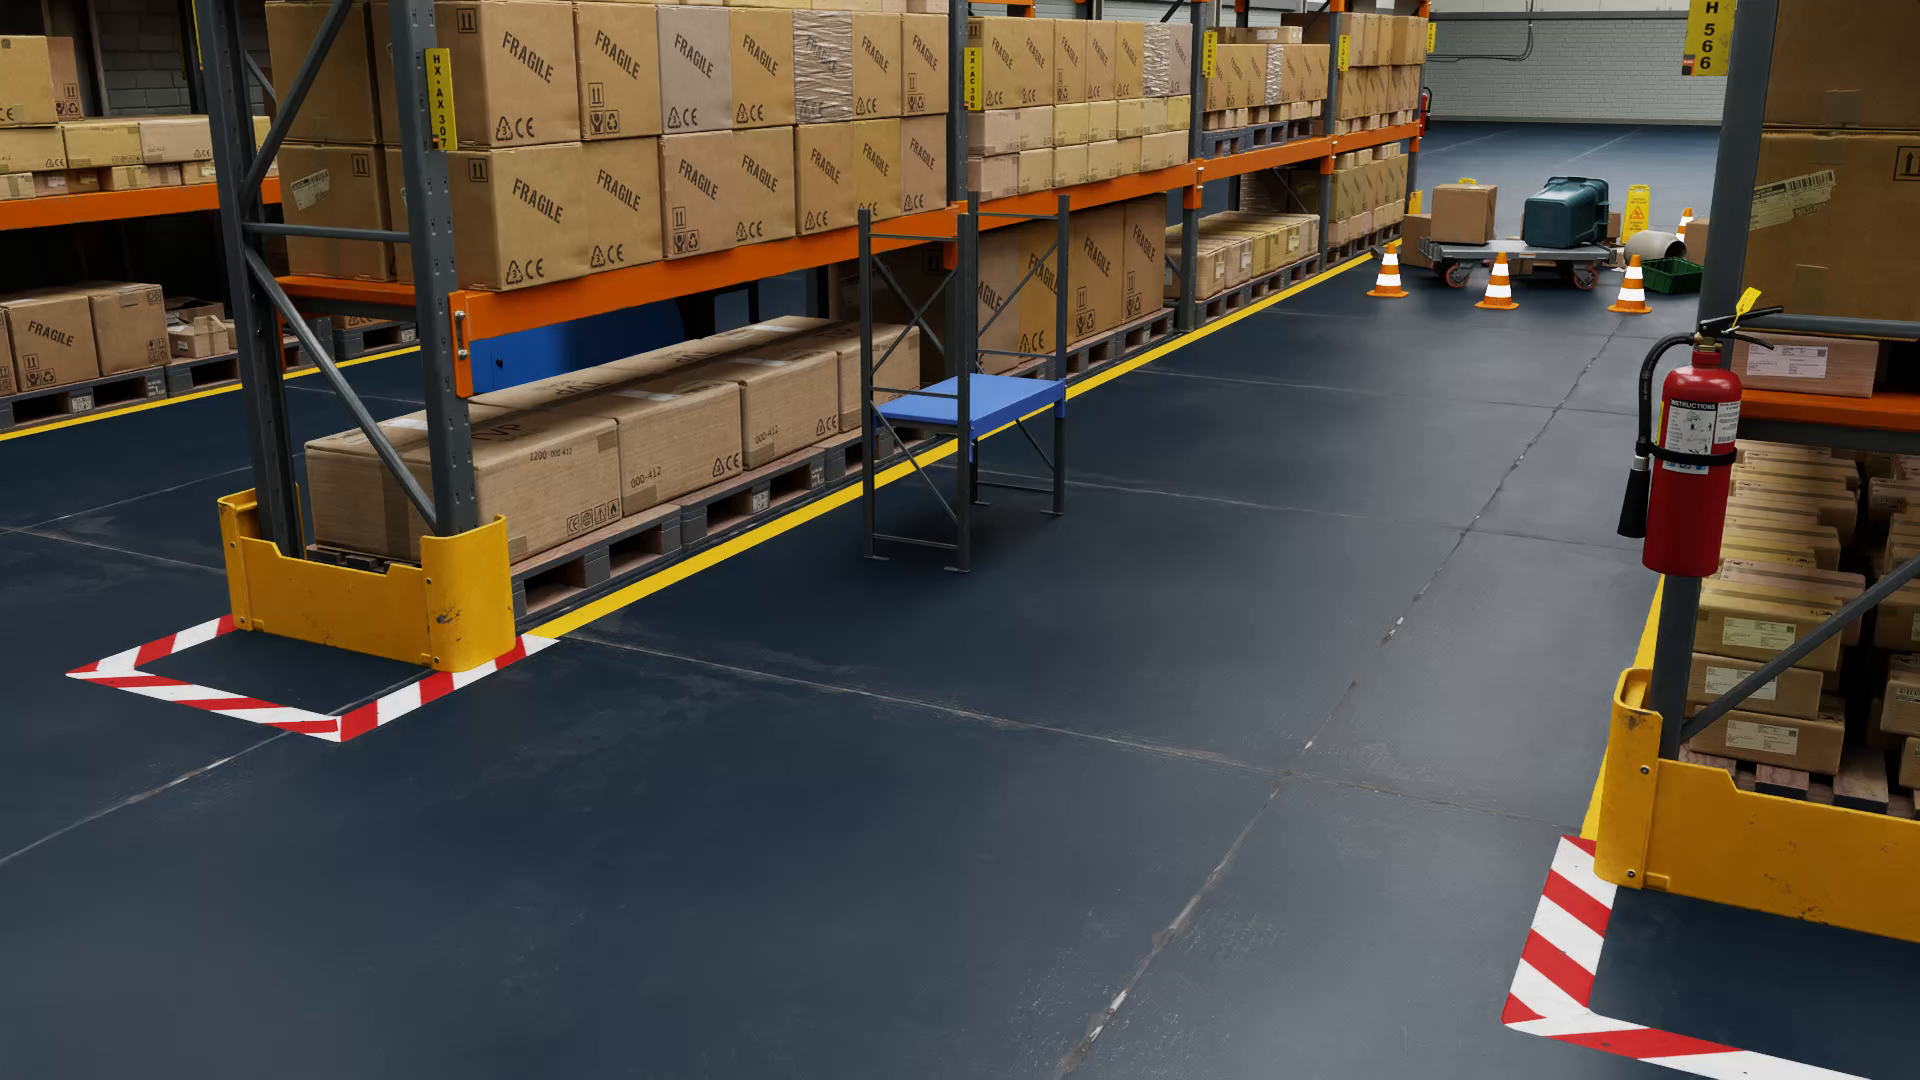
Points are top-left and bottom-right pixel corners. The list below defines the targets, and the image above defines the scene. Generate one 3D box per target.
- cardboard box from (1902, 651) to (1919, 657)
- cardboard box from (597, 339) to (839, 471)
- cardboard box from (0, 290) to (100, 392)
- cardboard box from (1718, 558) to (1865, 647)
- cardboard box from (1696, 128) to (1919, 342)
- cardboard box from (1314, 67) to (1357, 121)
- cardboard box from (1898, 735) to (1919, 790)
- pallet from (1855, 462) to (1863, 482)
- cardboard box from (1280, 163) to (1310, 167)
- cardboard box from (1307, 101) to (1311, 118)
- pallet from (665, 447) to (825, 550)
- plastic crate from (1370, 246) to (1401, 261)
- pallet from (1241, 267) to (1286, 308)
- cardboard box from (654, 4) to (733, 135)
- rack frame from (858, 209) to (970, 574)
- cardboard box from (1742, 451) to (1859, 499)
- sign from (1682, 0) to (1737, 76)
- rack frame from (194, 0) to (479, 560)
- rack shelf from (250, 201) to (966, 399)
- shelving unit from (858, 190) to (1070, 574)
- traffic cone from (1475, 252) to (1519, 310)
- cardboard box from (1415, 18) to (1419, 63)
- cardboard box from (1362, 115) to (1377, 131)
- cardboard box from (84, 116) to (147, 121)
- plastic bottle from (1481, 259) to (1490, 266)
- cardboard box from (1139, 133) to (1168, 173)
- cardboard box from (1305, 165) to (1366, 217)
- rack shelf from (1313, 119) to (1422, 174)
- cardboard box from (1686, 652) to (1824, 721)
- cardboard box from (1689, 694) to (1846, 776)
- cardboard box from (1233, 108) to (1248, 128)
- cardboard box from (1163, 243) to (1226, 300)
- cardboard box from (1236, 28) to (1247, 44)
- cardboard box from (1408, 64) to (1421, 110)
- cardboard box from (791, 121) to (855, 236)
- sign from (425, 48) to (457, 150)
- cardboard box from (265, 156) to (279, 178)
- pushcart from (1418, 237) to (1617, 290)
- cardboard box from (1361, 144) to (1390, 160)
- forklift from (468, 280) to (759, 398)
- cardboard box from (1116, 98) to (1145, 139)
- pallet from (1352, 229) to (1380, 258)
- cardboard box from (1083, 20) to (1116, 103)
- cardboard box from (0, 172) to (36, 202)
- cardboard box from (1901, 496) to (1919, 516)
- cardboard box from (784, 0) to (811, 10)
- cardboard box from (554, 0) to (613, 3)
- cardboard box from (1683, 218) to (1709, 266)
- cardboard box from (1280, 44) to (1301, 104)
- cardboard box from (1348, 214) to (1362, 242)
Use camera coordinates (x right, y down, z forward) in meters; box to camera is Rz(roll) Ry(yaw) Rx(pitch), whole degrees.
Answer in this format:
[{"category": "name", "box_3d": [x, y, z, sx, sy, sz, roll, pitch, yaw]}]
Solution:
[{"category": "cardboard box", "box_3d": [2.894, 0.382, 4.717, 0.380, 0.149, 0.250, 8, 18, 25]}, {"category": "cardboard box", "box_3d": [-1.205, -0.699, 8.372, 0.875, 0.438, 0.875, 8, 18, 24]}, {"category": "cardboard box", "box_3d": [-5.558, -1.194, 9.927, 0.500, 0.500, 0.500, 8, 19, 26]}, {"category": "cardboard box", "box_3d": [2.431, 0.179, 4.879, 0.380, 0.149, 0.250, 8, 19, 26]}, {"category": "cardboard box", "box_3d": [2.228, -0.815, 4.303, 0.500, 0.500, 0.500, 9, 19, 26]}, {"category": "cardboard box", "box_3d": [3.592, -4.405, 16.390, 0.500, 0.500, 0.500, 8, 18, 25]}, {"category": "cardboard box", "box_3d": [2.778, 0.595, 4.522, 0.380, 0.149, 0.250, 9, 19, 26]}, {"category": "pallet", "box_3d": [4.391, -0.358, 8.359, 1.003, 0.211, 1.213, 8, 18, 25]}, {"category": "cardboard box", "box_3d": [3.396, -3.695, 17.473, 0.500, 0.500, 0.500, 8, 19, 26]}, {"category": "cardboard box", "box_3d": [3.029, -3.988, 15.386, 0.380, 0.149, 0.250, 8, 18, 24]}, {"category": "pallet", "box_3d": [-1.382, -0.268, 8.056, 1.003, 0.211, 1.213, 8, 18, 25]}, {"category": "plastic crate", "box_3d": [4.581, -3.034, 17.599, 0.402, 0.080, 0.583, 2, 17, 6]}, {"category": "pallet", "box_3d": [2.255, -2.291, 14.867, 1.003, 0.211, 1.213, 8, 18, 25]}, {"category": "cardboard box", "box_3d": [-1.299, -1.959, 6.921, 0.500, 0.500, 0.500, 8, 18, 25]}, {"category": "rack frame", "box_3d": [-0.189, -0.611, 6.948, 0.500, 1.500, 0.032, 8, 18, 25]}, {"category": "cardboard box", "box_3d": [3.130, -0.218, 6.214, 0.380, 0.149, 0.250, 7, 18, 23]}, {"category": "sign", "box_3d": [1.770, -1.260, 3.909, 0.100, 0.325, 0.005, 8, 18, 25]}, {"category": "rack frame", "box_3d": [-2.216, -1.082, 5.897, 1.000, 3.000, 0.127, 8, 18, 25]}, {"category": "rack shelf", "box_3d": [-1.322, -1.246, 7.715, 1.077, 0.370, 4.000, 8, 18, 25]}, {"category": "shelving unit", "box_3d": [0.038, -0.741, 7.384, 0.538, 1.500, 1.048, 8, 18, 25]}, {"category": "traffic cone", "box_3d": [4.609, -2.227, 14.209, 0.336, 0.463, 0.334, 8, 18, 25]}, {"category": "cardboard box", "box_3d": [4.668, -5.541, 18.457, 0.700, 0.500, 0.500, 8, 18, 26]}, {"category": "cardboard box", "box_3d": [4.154, -4.382, 17.450, 0.380, 0.149, 0.250, 8, 18, 26]}, {"category": "cardboard box", "box_3d": [-5.552, -2.581, 10.688, 0.500, 0.250, 0.500, 8, 18, 25]}, {"category": "plastic bottle", "box_3d": [5.400, -2.820, 16.910, 0.133, 0.061, 0.283, 12, 20, 35]}, {"category": "cardboard box", "box_3d": [1.151, -2.753, 11.790, 0.500, 0.250, 0.500, 8, 19, 26]}, {"category": "cardboard box", "box_3d": [3.880, -3.635, 17.268, 0.500, 0.500, 0.500, 9, 19, 28]}, {"category": "rack shelf", "box_3d": [4.040, -4.303, 18.006, 1.077, 0.370, 4.000, 8, 18, 25]}, {"category": "cardboard box", "box_3d": [2.238, 0.374, 4.742, 0.380, 0.149, 0.250, 8, 18, 24]}, {"category": "cardboard box", "box_3d": [2.306, 0.527, 4.751, 0.380, 0.149, 0.250, 8, 19, 26]}, {"category": "cardboard box", "box_3d": [2.131, -3.458, 13.603, 0.380, 0.149, 0.250, 8, 18, 26]}, {"category": "cardboard box", "box_3d": [1.620, -2.204, 13.553, 0.950, 0.372, 0.625, 7, 18, 22]}, {"category": "cardboard box", "box_3d": [2.619, -4.766, 15.728, 0.380, 0.149, 0.250, 8, 18, 25]}, {"category": "cardboard box", "box_3d": [4.937, -5.174, 18.979, 0.500, 0.500, 0.500, 8, 18, 24]}, {"category": "cardboard box", "box_3d": [-0.844, -1.736, 7.925, 0.500, 0.500, 0.500, 8, 18, 25]}, {"category": "sign", "box_3d": [-1.722, -1.462, 5.520, 0.100, 0.325, 0.005, 8, 18, 25]}, {"category": "cardboard box", "box_3d": [-4.788, -2.497, 11.105, 0.380, 0.149, 0.250, 8, 18, 26]}, {"category": "pushcart", "box_3d": [5.208, -2.604, 15.628, 1.648, 0.377, 0.936, 2, 17, 6]}, {"category": "cardboard box", "box_3d": [4.470, -4.241, 18.169, 0.380, 0.149, 0.250, 9, 19, 28]}, {"category": "forklift", "box_3d": [-1.834, -2.273, 10.031, 1.130, 2.935, 3.031, 9, 19, 27]}, {"category": "cardboard box", "box_3d": [0.933, -2.867, 11.295, 0.500, 0.250, 0.500, 8, 18, 24]}, {"category": "pallet", "box_3d": [3.958, -3.289, 18.227, 1.003, 0.211, 1.213, 8, 18, 25]}, {"category": "cardboard box", "box_3d": [0.679, -3.096, 10.749, 0.500, 0.500, 0.500, 8, 18, 24]}, {"category": "cardboard box", "box_3d": [-5.546, -2.032, 9.539, 0.380, 0.149, 0.250, 9, 19, 27]}, {"category": "cardboard box", "box_3d": [3.366, -0.025, 5.566, 0.380, 0.149, 0.250, 8, 19, 26]}, {"category": "cardboard box", "box_3d": [-0.909, -2.502, 7.609, 0.380, 0.149, 0.250, 8, 18, 24]}, {"category": "cardboard box", "box_3d": [-1.538, -2.102, 6.263, 0.380, 0.149, 0.250, 9, 19, 27]}, {"category": "cardboard box", "box_3d": [7.395, -2.863, 16.281, 0.500, 0.500, 0.500, 12, 20, 35]}, {"category": "cardboard box", "box_3d": [2.688, -4.126, 14.712, 0.500, 0.500, 0.500, 9, 19, 27]}, {"category": "cardboard box", "box_3d": [3.880, -3.275, 17.373, 0.500, 0.250, 0.500, 9, 19, 28]}]
